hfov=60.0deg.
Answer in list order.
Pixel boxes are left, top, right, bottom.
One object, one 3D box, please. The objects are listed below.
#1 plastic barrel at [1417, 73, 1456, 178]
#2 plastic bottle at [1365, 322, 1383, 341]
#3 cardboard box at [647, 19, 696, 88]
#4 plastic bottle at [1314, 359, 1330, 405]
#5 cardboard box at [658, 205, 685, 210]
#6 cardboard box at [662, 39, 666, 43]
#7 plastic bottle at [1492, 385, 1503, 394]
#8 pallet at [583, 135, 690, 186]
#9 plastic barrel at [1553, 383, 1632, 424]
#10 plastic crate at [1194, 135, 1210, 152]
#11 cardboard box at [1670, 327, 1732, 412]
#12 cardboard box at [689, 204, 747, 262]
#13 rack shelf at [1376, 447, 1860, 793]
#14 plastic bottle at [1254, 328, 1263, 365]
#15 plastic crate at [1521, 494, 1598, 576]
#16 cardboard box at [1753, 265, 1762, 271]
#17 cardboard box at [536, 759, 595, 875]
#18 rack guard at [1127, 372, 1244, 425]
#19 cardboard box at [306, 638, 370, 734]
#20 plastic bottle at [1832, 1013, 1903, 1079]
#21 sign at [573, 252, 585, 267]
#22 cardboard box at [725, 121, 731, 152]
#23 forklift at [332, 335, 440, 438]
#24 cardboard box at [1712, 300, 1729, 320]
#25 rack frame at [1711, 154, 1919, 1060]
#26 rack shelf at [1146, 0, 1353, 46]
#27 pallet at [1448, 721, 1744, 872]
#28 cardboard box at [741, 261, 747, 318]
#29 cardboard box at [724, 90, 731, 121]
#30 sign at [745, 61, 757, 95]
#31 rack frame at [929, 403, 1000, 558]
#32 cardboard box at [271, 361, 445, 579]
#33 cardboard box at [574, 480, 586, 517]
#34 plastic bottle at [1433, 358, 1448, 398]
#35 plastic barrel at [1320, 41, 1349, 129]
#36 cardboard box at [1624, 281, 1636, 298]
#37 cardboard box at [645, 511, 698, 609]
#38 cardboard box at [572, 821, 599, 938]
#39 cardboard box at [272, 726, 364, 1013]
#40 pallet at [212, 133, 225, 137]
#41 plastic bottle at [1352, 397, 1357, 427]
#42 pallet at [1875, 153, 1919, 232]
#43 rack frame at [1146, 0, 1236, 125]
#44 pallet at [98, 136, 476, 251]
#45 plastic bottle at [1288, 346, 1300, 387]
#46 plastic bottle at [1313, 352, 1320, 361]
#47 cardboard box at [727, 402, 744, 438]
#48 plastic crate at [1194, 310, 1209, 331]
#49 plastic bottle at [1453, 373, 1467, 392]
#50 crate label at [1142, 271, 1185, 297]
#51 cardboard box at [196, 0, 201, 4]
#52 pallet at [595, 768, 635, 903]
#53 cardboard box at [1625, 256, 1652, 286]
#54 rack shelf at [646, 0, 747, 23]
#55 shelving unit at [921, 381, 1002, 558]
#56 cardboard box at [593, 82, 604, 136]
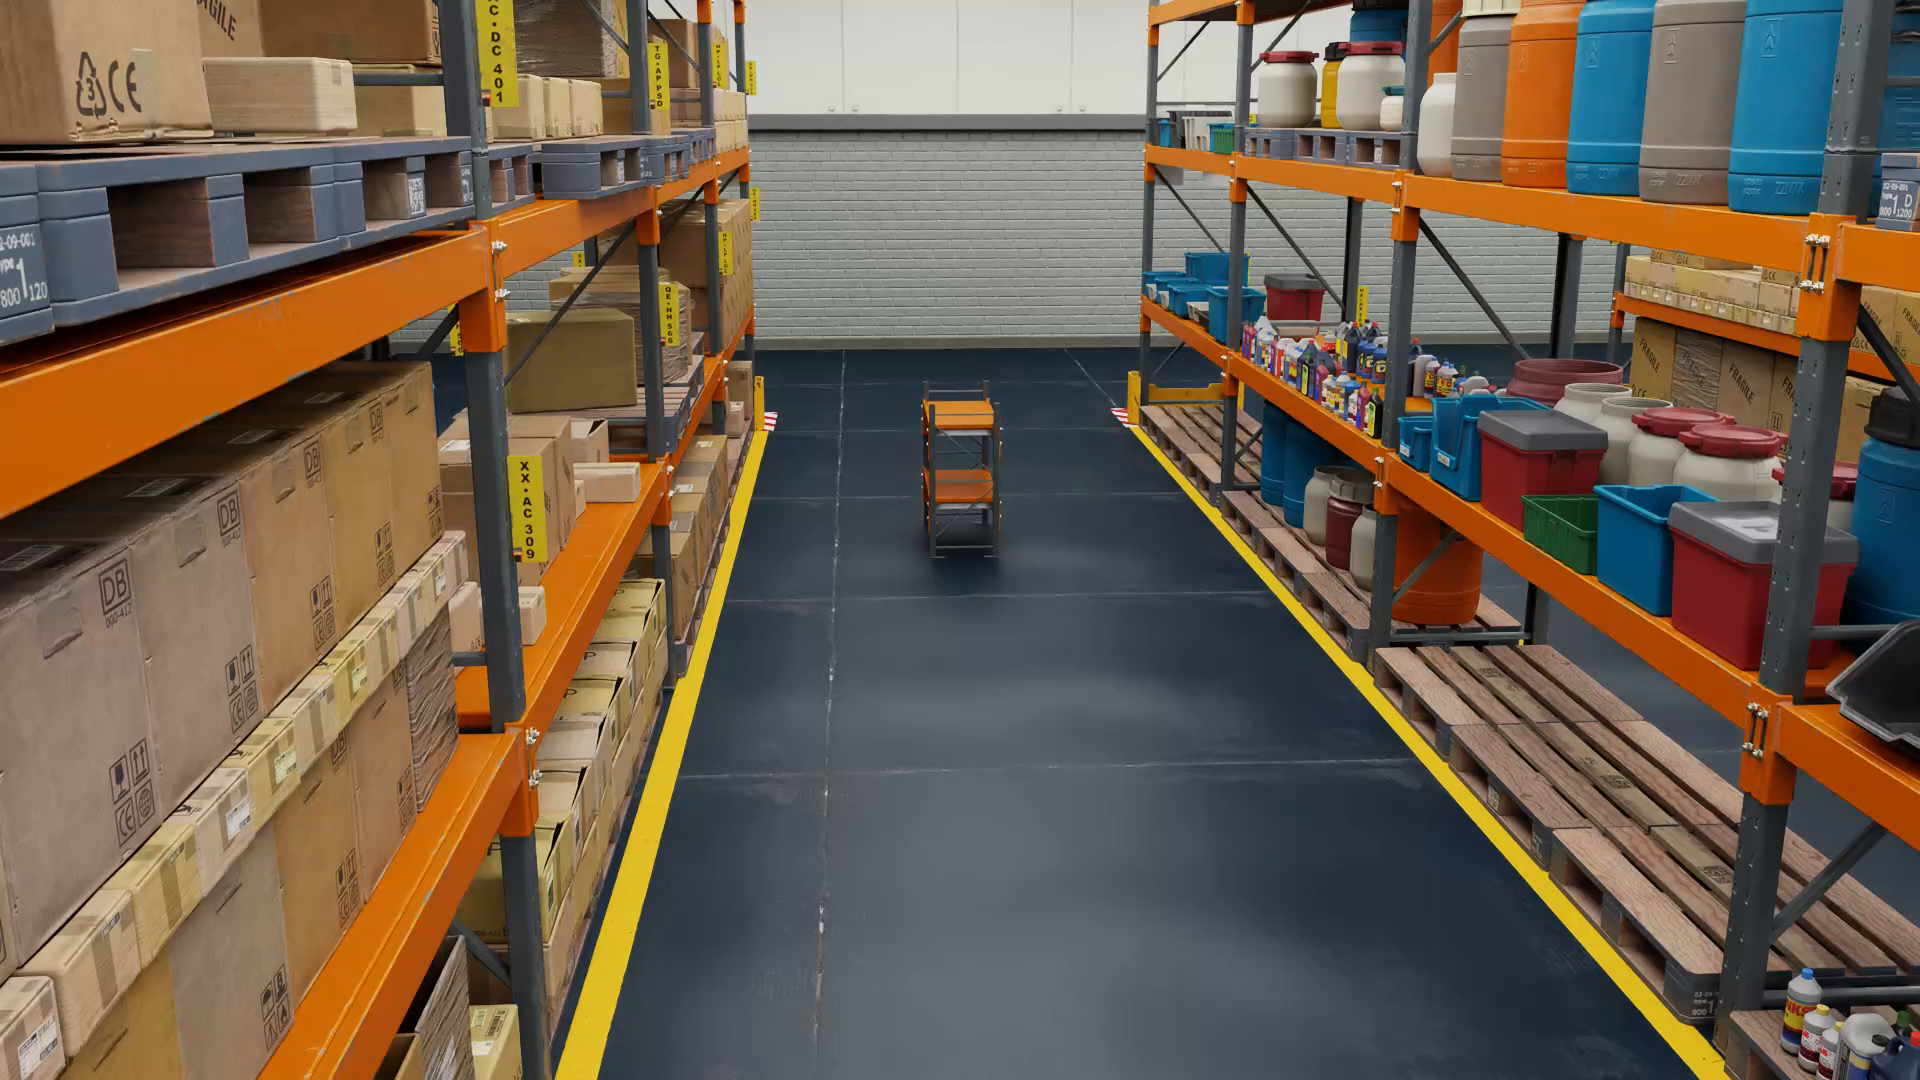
[{"bbox_3d":[2.565,-2.120,8.503,0.421,0.512,0.421,0,14,0],"label":"plastic barrel"},{"bbox_3d":[2.998,-1.397,12.034,0.144,0.351,0.185,-1,14,-3],"label":"plastic bottle"},{"bbox_3d":[-2.409,-3.720,12.739,0.700,0.500,0.500,-1,14,-3],"label":"cardboard box"},{"bbox_3d":[2.330,-1.017,10.694,0.061,0.283,0.133,-1,14,-3],"label":"plastic bottle"},{"bbox_3d":[-2.758,-2.773,15.077,0.500,0.500,0.500,-1,14,-3],"label":"cardboard box"},{"bbox_3d":[-2.383,-3.241,11.839,0.600,0.600,0.600,-2,15,-9],"label":"cardboard box"},{"bbox_3d":[3.167,-0.775,9.776,0.097,0.271,0.097,0,14,0],"label":"plastic bottle"},{"bbox_3d":[-1.962,-1.814,7.914,1.213,0.211,1.003,0,14,-1],"label":"pallet"},{"bbox_3d":[3.128,-0.497,8.213,0.421,0.512,0.421,0,14,0],"label":"plastic barrel"},{"bbox_3d":[2.145,-3.325,13.941,0.293,0.136,0.466,-1,14,-3],"label":"plastic crate"},{"bbox_3d":[7.475,-1.551,15.958,0.875,0.875,0.875,-1,14,-3],"label":"cardboard box"},{"bbox_3d":[-2.218,-2.781,15.108,0.500,0.500,0.500,0,14,-2],"label":"cardboard box"},{"bbox_3d":[2.975,0.151,7.365,1.077,0.370,4.000,-1,14,-3],"label":"rack shelf"},{"bbox_3d":[2.240,-1.444,12.378,0.097,0.271,0.097,0,14,0],"label":"plastic bottle"},{"bbox_3d":[2.709,-0.027,7.035,0.450,0.188,0.662,-1,14,-3],"label":"plastic crate"},{"bbox_3d":[7.657,-2.464,15.786,0.500,0.250,0.500,-1,14,-5],"label":"cardboard box"},{"bbox_3d":[-1.648,1.001,6.168,0.500,0.311,0.500,-1,14,-4],"label":"cardboard box"},{"bbox_3d":[2.341,-1.480,17.276,1.175,0.500,0.348,-1,14,-3],"label":"rack guard"},{"bbox_3d":[-1.553,0.330,3.722,0.380,0.149,0.250,-1,14,-4],"label":"cardboard box"},{"bbox_3d":[2.729,1.572,4.982,0.152,0.276,0.135,0,14,-1],"label":"plastic bottle"},{"bbox_3d":[-2.882,-2.023,12.634,0.100,0.325,0.005,-1,14,-3],"label":"sign"},{"bbox_3d":[-2.180,-3.368,13.878,0.500,0.250,0.500,-1,14,-3],"label":"cardboard box"},{"bbox_3d":[-4.597,-1.249,11.499,1.130,2.935,3.031,0,14,0],"label":"forklift"},{"bbox_3d":[7.106,-2.099,15.167,0.380,0.149,0.250,-1,14,-3],"label":"cardboard box"},{"bbox_3d":[3.099,0.300,5.342,1.000,3.000,0.127,-1,14,-3],"label":"rack frame"},{"bbox_3d":[2.480,-4.551,14.400,1.077,0.370,4.000,-1,14,-3],"label":"rack shelf"},{"bbox_3d":[2.933,1.151,7.629,1.003,0.211,1.213,-1,14,-3],"label":"pallet"},{"bbox_3d":[-2.228,-2.297,15.235,0.500,0.500,0.500,-1,14,-3],"label":"cardboard box"},{"bbox_3d":[-2.175,-3.610,13.816,0.500,0.250,0.500,-1,14,-3],"label":"cardboard box"},{"bbox_3d":[-2.033,-4.494,16.178,0.100,0.325,0.005,-1,14,-3],"label":"sign"},{"bbox_3d":[0.031,-0.420,11.901,0.500,1.125,0.032,-1,14,-3],"label":"rack frame"},{"bbox_3d":[-1.811,-0.191,4.446,0.700,0.500,0.500,-1,14,-3],"label":"cardboard box"},{"bbox_3d":[-1.958,-0.182,7.717,0.380,0.149,0.250,0,14,1],"label":"cardboard box"},{"bbox_3d":[3.121,-1.039,10.781,0.061,0.283,0.133,-1,14,-3],"label":"plastic bottle"},{"bbox_3d":[2.863,-3.213,11.756,0.600,0.588,0.600,0,14,0],"label":"plastic barrel"},{"bbox_3d":[6.992,-2.546,16.907,0.380,0.149,0.250,-1,14,-3],"label":"cardboard box"},{"bbox_3d":[-1.874,0.130,10.135,0.500,0.500,0.500,-1,14,-5],"label":"cardboard box"},{"bbox_3d":[-1.653,1.272,6.238,0.500,0.250,0.500,-1,14,-2],"label":"cardboard box"},{"bbox_3d":[-1.745,0.693,3.613,0.700,0.500,0.500,-1,14,-3],"label":"cardboard box"},{"bbox_3d":[-7.476,-3.757,15.268,1.003,0.211,1.213,-1,14,-3],"label":"pallet"},{"bbox_3d":[2.397,-0.779,9.935,0.097,0.201,0.097,0,14,0],"label":"plastic bottle"},{"bbox_3d":[3.241,-0.884,4.301,1.213,0.211,1.003,-1,14,-3],"label":"pallet"},{"bbox_3d":[2.356,-5.590,16.194,1.000,3.000,0.127,-1,14,-3],"label":"rack frame"},{"bbox_3d":[-1.766,-0.823,3.863,1.003,0.211,1.213,-1,14,-3],"label":"pallet"},{"bbox_3d":[2.303,-1.190,11.388,0.097,0.271,0.097,0,14,0],"label":"plastic bottle"},{"bbox_3d":[2.371,-1.097,11.005,0.061,0.283,0.133,-1,14,-3],"label":"plastic bottle"},{"bbox_3d":[-2.280,-1.123,15.505,0.500,0.250,0.500,-1,14,-3],"label":"cardboard box"},{"bbox_3d":[2.266,-1.860,14.168,0.437,0.125,0.590,-1,14,-3],"label":"plastic crate"},{"bbox_3d":[3.078,-0.889,10.220,0.097,0.271,0.097,0,14,0],"label":"plastic bottle"},{"bbox_3d":[2.042,-2.566,16.697,0.416,0.233,0.303,-1,14,-3],"label":"crate label"},{"bbox_3d":[-1.869,-0.987,2.993,0.797,0.503,0.637,1,14,3],"label":"cardboard box"},{"bbox_3d":[-2.008,1.239,7.288,1.003,0.211,1.213,-1,14,-3],"label":"pallet"},{"bbox_3d":[7.059,-2.709,16.740,0.500,0.250,0.500,-1,14,-5],"label":"cardboard box"},{"bbox_3d":[-2.465,-4.667,14.057,1.077,0.370,4.000,-1,14,-3],"label":"rack shelf"},{"bbox_3d":[0.000,-0.546,12.393,0.538,1.125,1.048,-1,14,-3],"label":"shelving unit"},{"bbox_3d":[-2.009,-2.091,8.073,0.500,0.250,0.500,-2,15,-8],"label":"cardboard box"}]
